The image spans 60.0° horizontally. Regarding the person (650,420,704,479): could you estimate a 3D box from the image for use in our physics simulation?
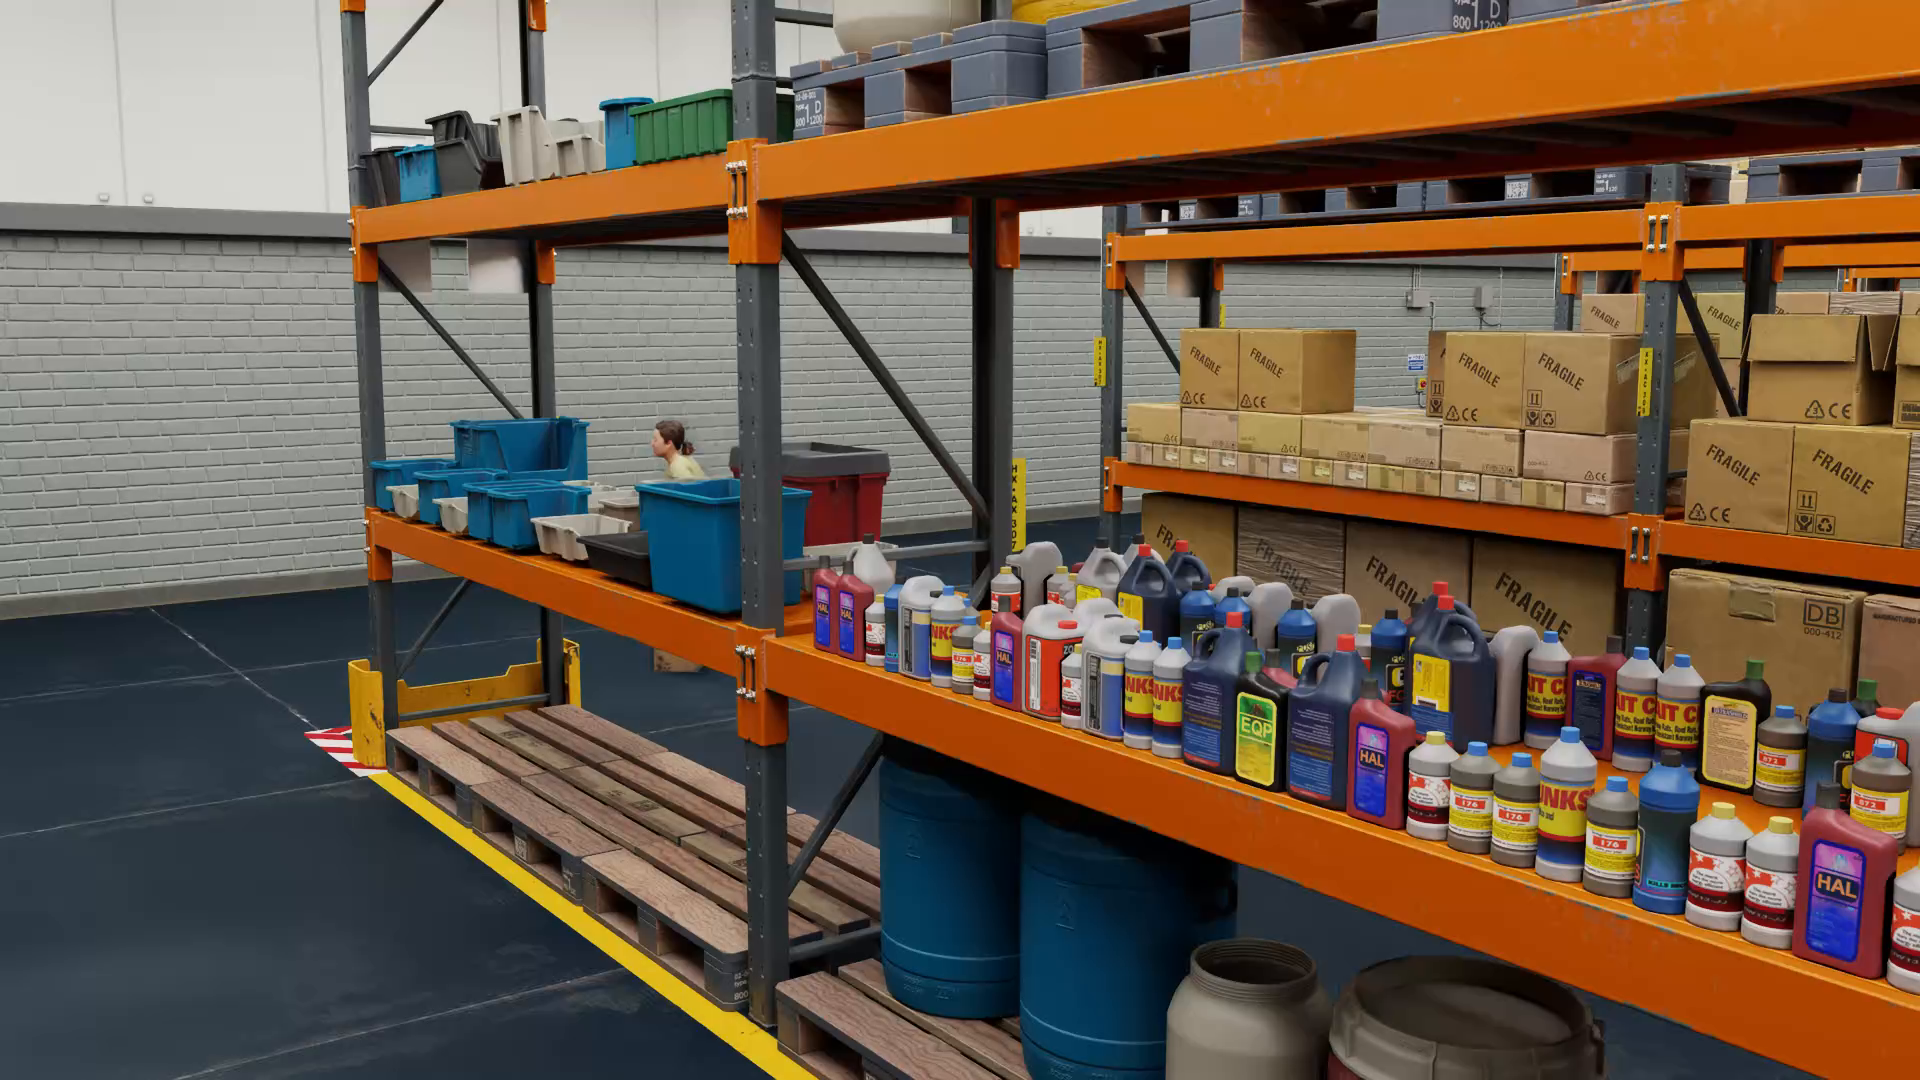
[{"bbox_3d":[-1.668,0.000,11.077,0.745,1.605,0.607,-1,8,-6],"label":"person"}]
